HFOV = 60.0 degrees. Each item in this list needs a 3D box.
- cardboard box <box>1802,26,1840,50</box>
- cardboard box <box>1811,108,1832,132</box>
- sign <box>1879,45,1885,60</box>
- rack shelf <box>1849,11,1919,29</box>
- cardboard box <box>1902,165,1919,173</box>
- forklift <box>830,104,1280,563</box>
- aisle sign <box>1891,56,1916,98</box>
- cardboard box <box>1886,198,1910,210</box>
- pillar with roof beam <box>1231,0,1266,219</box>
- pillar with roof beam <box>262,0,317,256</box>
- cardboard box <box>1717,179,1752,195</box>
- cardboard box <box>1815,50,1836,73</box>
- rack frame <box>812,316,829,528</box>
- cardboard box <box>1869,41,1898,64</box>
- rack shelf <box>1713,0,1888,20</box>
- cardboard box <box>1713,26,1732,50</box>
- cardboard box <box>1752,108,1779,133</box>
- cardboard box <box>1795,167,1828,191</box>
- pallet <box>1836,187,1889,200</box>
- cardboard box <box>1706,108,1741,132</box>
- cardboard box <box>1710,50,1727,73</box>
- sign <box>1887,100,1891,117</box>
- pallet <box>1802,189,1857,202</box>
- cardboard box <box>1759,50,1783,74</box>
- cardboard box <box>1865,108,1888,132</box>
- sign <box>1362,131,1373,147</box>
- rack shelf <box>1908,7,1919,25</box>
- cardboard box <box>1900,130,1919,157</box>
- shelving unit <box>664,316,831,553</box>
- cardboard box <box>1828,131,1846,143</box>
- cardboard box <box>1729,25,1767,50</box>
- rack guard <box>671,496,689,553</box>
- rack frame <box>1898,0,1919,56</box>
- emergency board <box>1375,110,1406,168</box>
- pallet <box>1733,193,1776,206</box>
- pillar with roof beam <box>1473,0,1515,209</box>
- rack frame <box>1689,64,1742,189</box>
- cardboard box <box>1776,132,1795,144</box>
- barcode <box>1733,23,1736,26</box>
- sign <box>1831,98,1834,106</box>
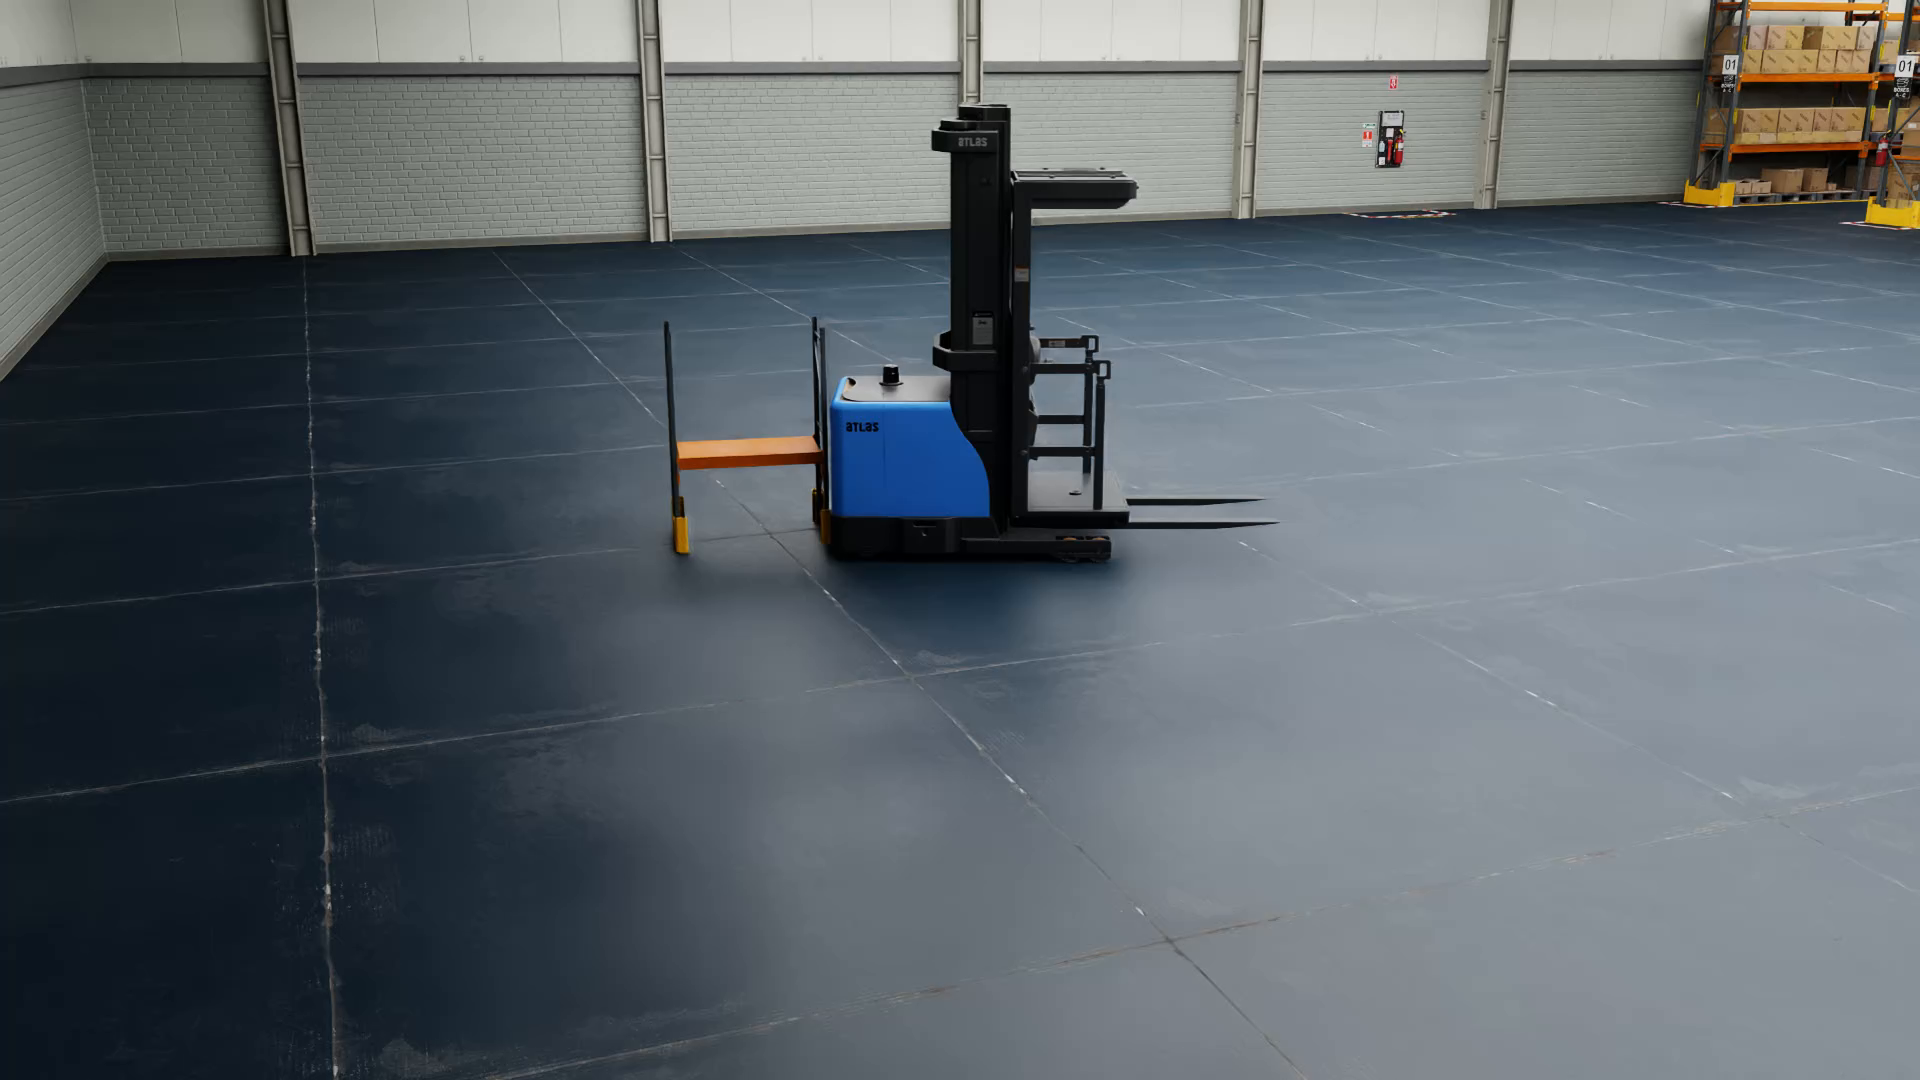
[{"bbox_3d":[19.033,-11.098,36.754,0.500,0.500,0.500,-7,18,-22],"label":"cardboard box"},{"bbox_3d":[19.127,-9.425,37.270,0.500,0.500,0.500,-7,18,-22],"label":"cardboard box"},{"bbox_3d":[20.597,-10.902,37.157,0.005,0.325,0.100,-6,17,-20],"label":"sign"},{"bbox_3d":[22.263,-11.899,38.135,4.000,0.370,1.077,-6,17,-20],"label":"rack shelf"},{"bbox_3d":[22.033,-8.553,39.055,0.500,0.500,0.700,-6,17,-19],"label":"cardboard box"},{"bbox_3d":[0.647,-1.406,11.185,3.031,2.935,1.130,0,16,0],"label":"forklift"},{"bbox_3d":[18.270,-8.968,32.200,0.004,0.787,0.394,-6,17,-20],"label":"aisle sign"},{"bbox_3d":[18.832,-6.664,33.103,0.500,0.250,0.500,-6,17,-20],"label":"cardboard box"},{"bbox_3d":[7.340,-9.787,28.956,0.400,9.000,9.100,-6,17,-20],"label":"pillar with roof beam"},{"bbox_3d":[-9.468,-7.972,22.776,0.400,9.000,9.100,-6,17,-20],"label":"pillar with roof beam"},{"bbox_3d":[17.339,-7.920,37.237,0.500,0.311,0.500,-8,18,-26],"label":"cardboard box"},{"bbox_3d":[19.032,-10.624,36.915,0.500,0.500,0.500,-7,18,-22],"label":"cardboard box"},{"bbox_3d":[-0.967,-0.768,11.551,0.032,1.500,0.500,-3,17,-11],"label":"rack frame"},{"bbox_3d":[20.935,-11.079,37.756,0.500,0.500,0.500,-4,17,-12],"label":"cardboard box"},{"bbox_3d":[18.528,-11.686,36.706,4.000,0.370,1.077,-6,17,-20],"label":"rack shelf"},{"bbox_3d":[16.970,-11.042,36.565,0.500,0.500,0.500,-5,17,-18],"label":"cardboard box"},{"bbox_3d":[17.679,-9.267,36.731,0.500,0.500,0.500,-6,17,-20],"label":"cardboard box"},{"bbox_3d":[19.441,-8.253,38.034,0.500,0.500,0.500,-8,18,-24],"label":"cardboard box"},{"bbox_3d":[21.122,-8.097,38.798,1.213,0.211,1.003,-6,17,-20],"label":"pallet"},{"bbox_3d":[17.025,-9.354,37.028,0.500,0.500,0.500,-6,18,-21],"label":"cardboard box"},{"bbox_3d":[16.960,-10.559,36.693,0.500,0.500,0.500,-5,17,-16],"label":"cardboard box"},{"bbox_3d":[18.255,-8.464,32.620,0.005,0.325,0.100,-6,17,-20],"label":"sign"},{"bbox_3d":[19.781,-7.941,38.267,1.213,0.211,1.003,-6,17,-20],"label":"pallet"},{"bbox_3d":[17.577,-10.463,36.366,0.500,0.500,0.500,-5,17,-16],"label":"cardboard box"},{"bbox_3d":[20.883,-9.658,38.204,0.500,0.500,0.700,-6,17,-20],"label":"cardboard box"},{"bbox_3d":[8.528,-8.396,34.801,0.234,0.329,0.001,-6,17,-20],"label":"sign"},{"bbox_3d":[20.304,-10.193,32.325,4.000,0.370,1.077,-6,17,-20],"label":"rack shelf"},{"bbox_3d":[18.877,-7.742,32.460,0.500,0.500,0.700,-6,17,-20],"label":"cardboard box"},{"bbox_3d":[-1.456,-0.740,11.455,1.083,1.500,0.587,-3,17,-11],"label":"shelving unit"},{"bbox_3d":[19.594,-9.118,37.557,0.500,0.250,0.500,-6,17,-20],"label":"cardboard box"},{"bbox_3d":[17.107,-10.905,36.097,0.500,0.500,0.500,-8,18,-24],"label":"cardboard box"},{"bbox_3d":[-1.944,-0.112,11.535,0.087,0.250,0.587,-3,17,-11],"label":"rack guard"},{"bbox_3d":[18.437,-10.529,31.480,0.127,3.000,1.000,-6,17,-20],"label":"rack frame"},{"bbox_3d":[9.081,-8.407,34.904,0.643,1.169,0.194,-6,17,-20],"label":"emergency board"},{"bbox_3d":[17.503,-7.695,37.429,1.213,0.211,1.003,-6,17,-20],"label":"pallet"},{"bbox_3d":[12.942,-10.392,31.016,0.400,9.000,9.100,-6,17,-20],"label":"pillar with roof beam"},{"bbox_3d":[16.661,-8.953,36.763,0.127,3.000,1.000,-6,17,-20],"label":"rack frame"},{"bbox_3d":[18.187,-8.962,37.025,0.500,0.250,0.500,-6,18,-21],"label":"cardboard box"},{"bbox_3d":[17.145,-11.411,36.792,0.075,0.075,0.001,-6,17,-20],"label":"barcode"},{"bbox_3d":[20.194,-10.058,38.469,0.005,0.325,0.100,-6,17,-20],"label":"sign"}]
